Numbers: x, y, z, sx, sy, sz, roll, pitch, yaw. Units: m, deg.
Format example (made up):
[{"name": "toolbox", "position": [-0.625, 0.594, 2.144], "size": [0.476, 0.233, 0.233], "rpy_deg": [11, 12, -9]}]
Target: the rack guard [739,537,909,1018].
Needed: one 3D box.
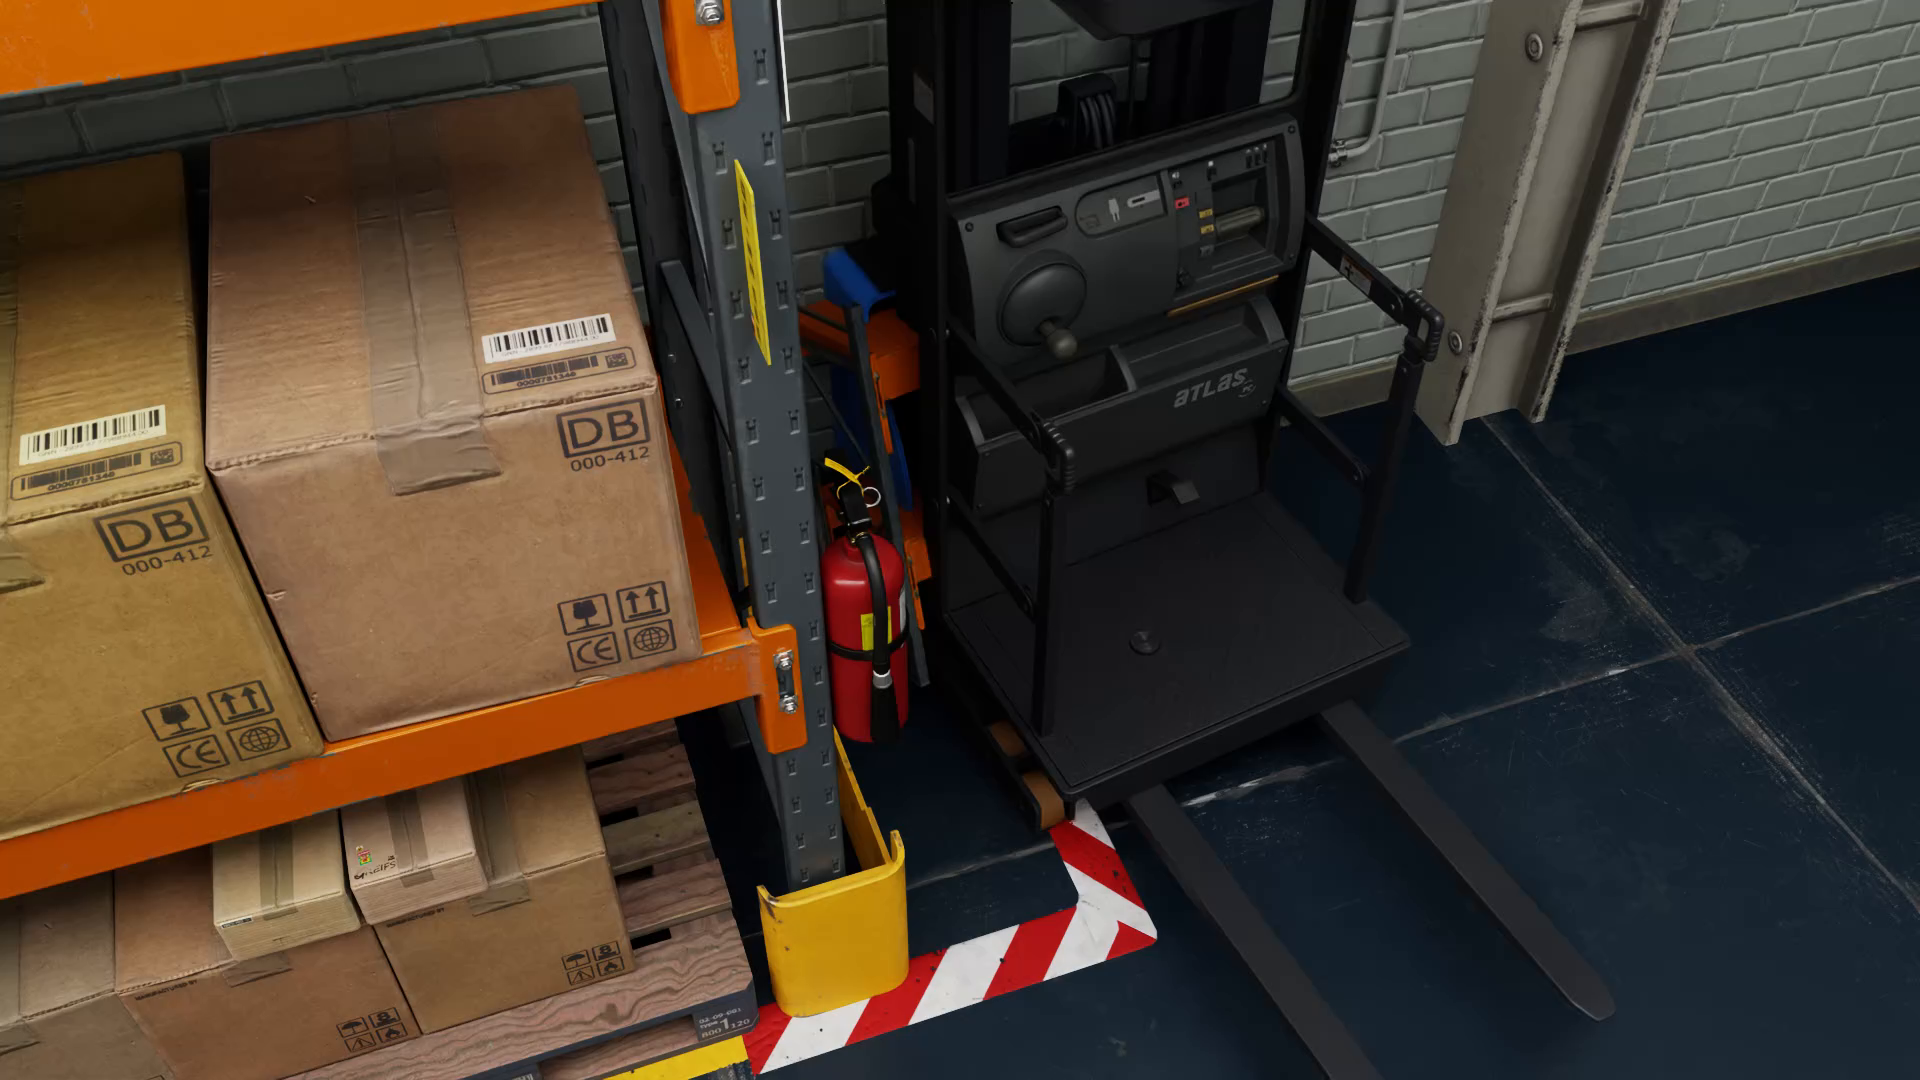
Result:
[{"name": "rack guard", "position": [-0.469, 0.579, 4.320], "size": [0.348, 0.500, 1.175], "rpy_deg": [-14, 47, -14]}]

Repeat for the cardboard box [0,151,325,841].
[{"name": "cardboard box", "position": [-1.648, -0.092, 3.012], "size": [0.700, 0.700, 0.980], "rpy_deg": [-15, 47, -14]}]

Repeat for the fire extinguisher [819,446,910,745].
[{"name": "fire extinguisher", "position": [-0.193, 0.132, 3.318], "size": [0.183, 0.674, 0.296], "rpy_deg": [-14, 47, -14]}]

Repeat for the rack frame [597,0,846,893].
[{"name": "rack frame", "position": [-0.492, -0.298, 3.429], "size": [0.127, 3.000, 1.000], "rpy_deg": [-14, 47, -14]}]

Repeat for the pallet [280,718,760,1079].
[{"name": "pallet", "position": [-1.217, 0.931, 4.173], "size": [1.213, 0.211, 1.003], "rpy_deg": [-14, 47, -14]}]

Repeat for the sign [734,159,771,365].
[{"name": "sign", "position": [-0.320, -0.425, 2.571], "size": [0.005, 0.325, 0.100], "rpy_deg": [-14, 47, -14]}]

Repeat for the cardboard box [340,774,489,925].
[{"name": "cardboard box", "position": [-1.175, 0.595, 3.550], "size": [0.250, 0.149, 0.380], "rpy_deg": [-15, 47, -14]}]

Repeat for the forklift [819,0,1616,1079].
[{"name": "forklift", "position": [0.523, -0.625, 3.804], "size": [1.130, 2.935, 3.031], "rpy_deg": [-20, 49, -19]}]

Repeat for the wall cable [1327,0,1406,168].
[{"name": "wall cable", "position": [0.392, -1.594, 4.004], "size": [1.851, 1.984, 0.084], "rpy_deg": [-14, 47, -14]}]

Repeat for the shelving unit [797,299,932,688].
[{"name": "shelving unit", "position": [0.101, -0.355, 4.766], "size": [1.048, 1.125, 0.538], "rpy_deg": [-25, 32, -26]}]

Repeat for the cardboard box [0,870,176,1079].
[{"name": "cardboard box", "position": [-2.060, 0.913, 3.690], "size": [0.500, 0.500, 0.700], "rpy_deg": [-16, 47, -15]}]

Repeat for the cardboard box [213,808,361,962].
[{"name": "cardboard box", "position": [-1.415, 0.657, 3.488], "size": [0.250, 0.149, 0.380], "rpy_deg": [-13, 47, -13]}]

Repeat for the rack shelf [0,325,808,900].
[{"name": "rack shelf", "position": [-2.373, 0.437, 3.204], "size": [4.000, 0.370, 1.077], "rpy_deg": [-14, 47, -14]}]

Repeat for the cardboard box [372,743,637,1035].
[{"name": "cardboard box", "position": [-1.116, 0.671, 3.931], "size": [0.500, 0.500, 0.700], "rpy_deg": [-14, 47, -14]}]

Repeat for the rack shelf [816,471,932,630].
[{"name": "rack shelf", "position": [0.136, -0.143, 4.882], "size": [1.000, 0.278, 0.538], "rpy_deg": [-25, 32, -26]}]

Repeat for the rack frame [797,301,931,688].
[{"name": "rack frame", "position": [-0.314, -0.165, 4.543], "size": [0.032, 1.125, 0.500], "rpy_deg": [-25, 32, -26]}]

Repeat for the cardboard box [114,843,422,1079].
[{"name": "cardboard box", "position": [-1.587, 0.792, 3.811], "size": [0.500, 0.500, 0.700], "rpy_deg": [-14, 47, -14]}]

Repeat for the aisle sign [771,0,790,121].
[{"name": "aisle sign", "position": [-0.322, -1.033, 2.326], "size": [0.004, 0.787, 0.394], "rpy_deg": [-14, 47, -14]}]

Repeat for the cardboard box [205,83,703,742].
[{"name": "cardboard box", "position": [-0.968, -0.274, 3.194], "size": [0.700, 0.700, 0.980], "rpy_deg": [-12, 46, -12]}]

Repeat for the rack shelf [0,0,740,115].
[{"name": "rack shelf", "position": [-2.373, -0.622, 2.142], "size": [4.000, 0.370, 1.077], "rpy_deg": [-14, 47, -14]}]

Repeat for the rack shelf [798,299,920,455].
[{"name": "rack shelf", "position": [0.059, -0.609, 4.627], "size": [1.000, 0.278, 0.538], "rpy_deg": [-25, 32, -26]}]
